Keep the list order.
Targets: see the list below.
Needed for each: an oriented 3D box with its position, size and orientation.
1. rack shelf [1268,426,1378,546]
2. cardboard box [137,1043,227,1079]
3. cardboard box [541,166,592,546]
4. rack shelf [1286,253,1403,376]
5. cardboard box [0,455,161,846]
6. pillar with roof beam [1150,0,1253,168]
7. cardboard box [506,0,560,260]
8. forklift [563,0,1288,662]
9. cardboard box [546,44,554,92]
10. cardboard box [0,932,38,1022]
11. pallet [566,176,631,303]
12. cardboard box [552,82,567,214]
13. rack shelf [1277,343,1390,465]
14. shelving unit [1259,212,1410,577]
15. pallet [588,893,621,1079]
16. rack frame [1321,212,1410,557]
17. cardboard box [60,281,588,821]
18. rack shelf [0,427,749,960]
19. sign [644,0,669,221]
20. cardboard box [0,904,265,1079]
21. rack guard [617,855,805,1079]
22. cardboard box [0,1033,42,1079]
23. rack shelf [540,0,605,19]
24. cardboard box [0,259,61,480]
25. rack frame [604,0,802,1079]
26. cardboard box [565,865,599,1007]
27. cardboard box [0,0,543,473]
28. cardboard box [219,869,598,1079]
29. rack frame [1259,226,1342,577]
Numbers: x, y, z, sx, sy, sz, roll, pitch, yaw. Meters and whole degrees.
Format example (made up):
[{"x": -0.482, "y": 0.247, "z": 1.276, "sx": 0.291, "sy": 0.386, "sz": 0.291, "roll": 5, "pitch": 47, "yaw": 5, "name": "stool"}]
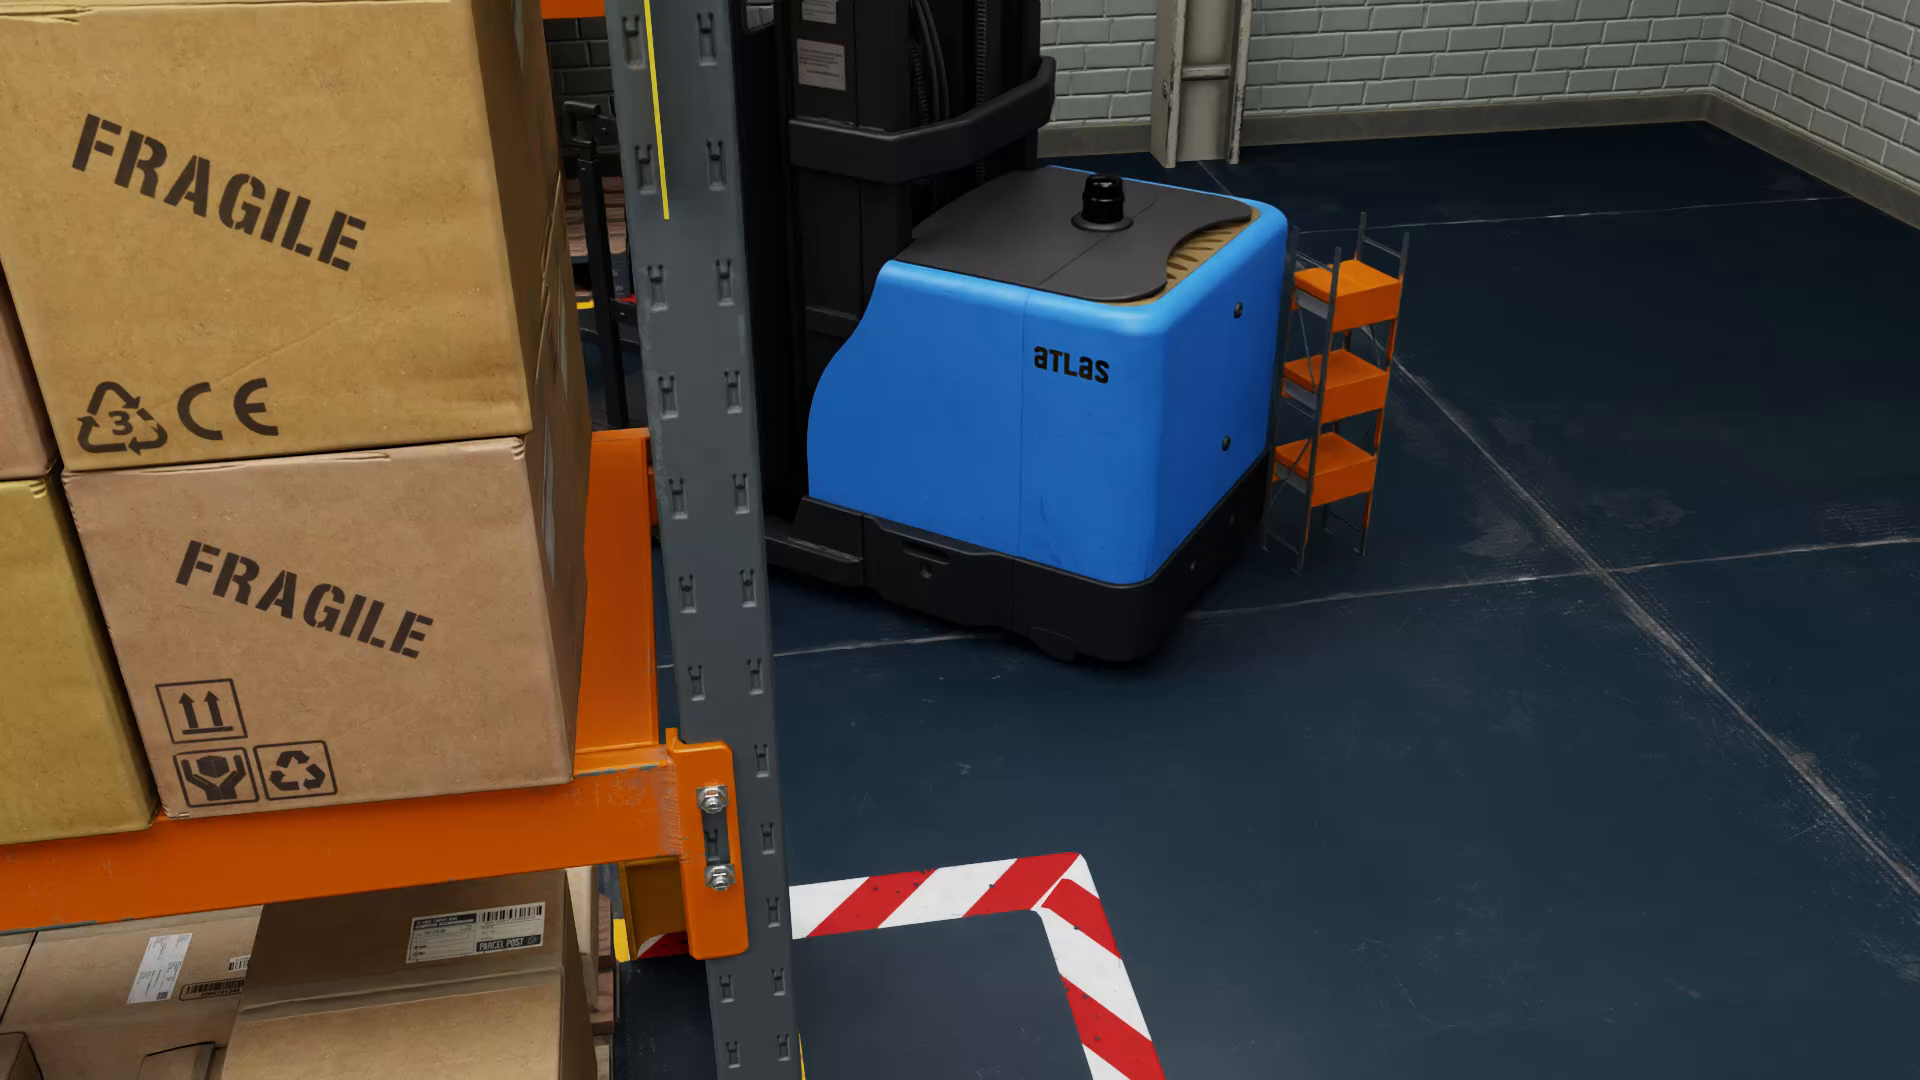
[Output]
[{"x": 1.096, "y": -0.167, "z": 5.067, "sx": 0.240, "sy": 0.259, "sz": 0.215, "roll": -15, "pitch": 34, "yaw": -24, "name": "rack shelf"}, {"x": -1.297, "y": 1.059, "z": 2.851, "sx": 0.250, "sy": 0.166, "sz": 0.380, "roll": -5, "pitch": 31, "yaw": -9, "name": "cardboard box"}, {"x": -0.876, "y": -0.271, "z": 2.653, "sx": 0.500, "sy": 0.500, "sz": 0.500, "roll": -5, "pitch": 31, "yaw": -8, "name": "cardboard box"}, {"x": 1.096, "y": -0.651, "z": 4.782, "sx": 0.240, "sy": 0.259, "sz": 0.215, "roll": -15, "pitch": 34, "yaw": -24, "name": "rack shelf"}, {"x": -1.293, "y": 0.045, "z": 2.115, "sx": 0.500, "sy": 0.500, "sz": 0.500, "roll": -5, "pitch": 31, "yaw": -8, "name": "cardboard box"}, {"x": 1.988, "y": -3.724, "z": 2.705, "sx": 0.400, "sy": 9.000, "sz": 9.100, "roll": -5, "pitch": 31, "yaw": -9, "name": "pillar with roof beam"}, {"x": -0.876, "y": -0.702, "z": 2.400, "sx": 0.500, "sy": 0.500, "sz": 0.500, "roll": -4, "pitch": 31, "yaw": -7, "name": "cardboard box"}, {"x": -0.580, "y": -1.460, "z": 4.842, "sx": 3.031, "sy": 2.935, "sz": 1.130, "roll": 16, "pitch": 34, "yaw": 25, "name": "forklift"}, {"x": -1.871, "y": -1.987, "z": 7.082, "sx": 0.250, "sy": 0.149, "sz": 0.380, "roll": -5, "pitch": 31, "yaw": -9, "name": "cardboard box"}, {"x": -1.961, "y": 0.858, "z": 3.110, "sx": 0.500, "sy": 0.250, "sz": 0.500, "roll": -5, "pitch": 31, "yaw": -9, "name": "cardboard box"}, {"x": -2.060, "y": -1.292, "z": 7.240, "sx": 1.213, "sy": 0.211, "sz": 1.003, "roll": -5, "pitch": 31, "yaw": -9, "name": "pallet"}, {"x": -1.958, "y": -1.596, "z": 7.057, "sx": 0.500, "sy": 0.500, "sz": 0.700, "roll": -5, "pitch": 31, "yaw": -9, "name": "cardboard box"}, {"x": 1.096, "y": -0.406, "z": 4.926, "sx": 0.240, "sy": 0.259, "sz": 0.215, "roll": -15, "pitch": 34, "yaw": -24, "name": "rack shelf"}, {"x": 1.096, "y": -0.415, "z": 4.921, "sx": 0.252, "sy": 1.050, "sz": 0.215, "roll": -15, "pitch": 34, "yaw": -24, "name": "shelving unit"}, {"x": -1.250, "y": 1.145, "z": 3.094, "sx": 1.213, "sy": 0.211, "sz": 1.003, "roll": -5, "pitch": 31, "yaw": -9, "name": "pallet"}, {"x": 1.204, "y": -0.445, "z": 4.971, "sx": 0.008, "sy": 1.050, "sz": 0.200, "roll": -15, "pitch": 34, "yaw": -24, "name": "rack frame"}, {"x": -0.783, "y": -0.004, "z": 2.198, "sx": 0.500, "sy": 0.500, "sz": 0.500, "roll": -4, "pitch": 31, "yaw": -7, "name": "cardboard box"}, {"x": -2.359, "y": 0.356, "z": 2.396, "sx": 4.000, "sy": 0.370, "sz": 1.077, "roll": -5, "pitch": 31, "yaw": -9, "name": "rack shelf"}, {"x": -0.311, "y": -0.494, "z": 1.677, "sx": 0.005, "sy": 0.325, "sz": 0.100, "roll": -5, "pitch": 31, "yaw": -9, "name": "sign"}, {"x": -1.469, "y": 0.812, "z": 3.188, "sx": 0.500, "sy": 0.250, "sz": 0.500, "roll": -5, "pitch": 31, "yaw": -9, "name": "cardboard box"}, {"x": -0.466, "y": 0.947, "z": 3.146, "sx": 0.348, "sy": 0.500, "sz": 1.175, "roll": -5, "pitch": 31, "yaw": -9, "name": "rack guard"}, {"x": -1.822, "y": 1.103, "z": 2.694, "sx": 0.500, "sy": 0.250, "sz": 0.500, "roll": -5, "pitch": 31, "yaw": -9, "name": "cardboard box"}, {"x": -3.255, "y": -2.114, "z": 6.595, "sx": 4.000, "sy": 0.370, "sz": 1.077, "roll": -5, "pitch": 31, "yaw": -9, "name": "rack shelf"}, {"x": -1.277, "y": -0.387, "z": 1.864, "sx": 0.500, "sy": 0.500, "sz": 0.500, "roll": -4, "pitch": 31, "yaw": -8, "name": "cardboard box"}, {"x": -0.392, "y": -0.137, "z": 2.524, "sx": 0.127, "sy": 3.000, "sz": 1.000, "roll": -5, "pitch": 31, "yaw": -9, "name": "rack frame"}, {"x": -0.865, "y": 0.769, "z": 3.361, "sx": 0.250, "sy": 0.149, "sz": 0.380, "roll": -5, "pitch": 31, "yaw": -9, "name": "cardboard box"}, {"x": -0.780, "y": -0.433, "z": 1.943, "sx": 0.500, "sy": 0.500, "sz": 0.500, "roll": -6, "pitch": 31, "yaw": -9, "name": "cardboard box"}, {"x": -0.882, "y": 0.923, "z": 2.753, "sx": 0.500, "sy": 0.500, "sz": 0.500, "roll": -5, "pitch": 31, "yaw": -9, "name": "cardboard box"}, {"x": 0.989, "y": -0.386, "z": 4.871, "sx": 0.008, "sy": 1.050, "sz": 0.200, "roll": -15, "pitch": 34, "yaw": -24, "name": "rack frame"}]
